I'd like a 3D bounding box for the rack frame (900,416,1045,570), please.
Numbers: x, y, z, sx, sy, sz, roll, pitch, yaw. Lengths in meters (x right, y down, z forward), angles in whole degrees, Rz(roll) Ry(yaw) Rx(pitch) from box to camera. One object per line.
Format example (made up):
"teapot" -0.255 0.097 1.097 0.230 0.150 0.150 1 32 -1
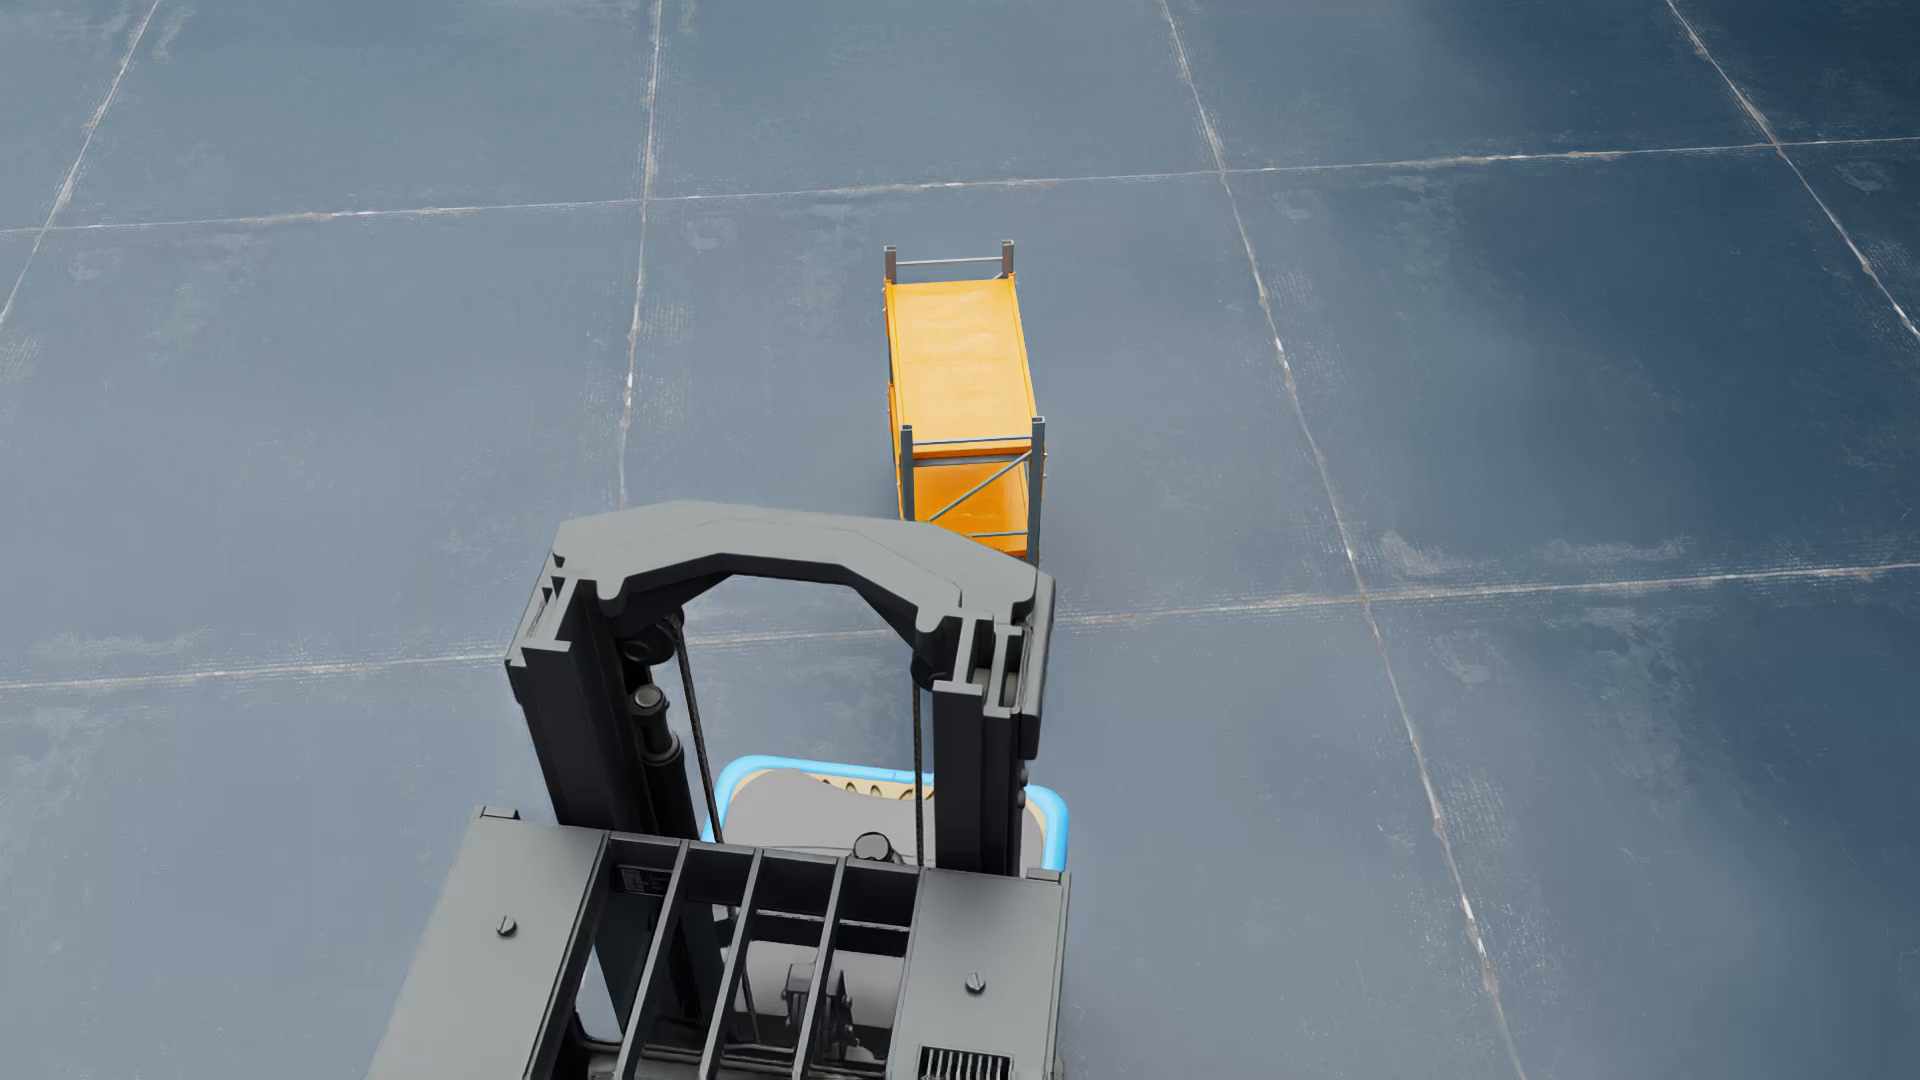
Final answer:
"rack frame" 0.043 -0.014 6.125 0.500 1.125 0.032 -3 47 -3

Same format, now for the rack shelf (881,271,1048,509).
"rack shelf" 0.001 -0.583 6.261 0.538 0.278 1.000 -3 47 -3

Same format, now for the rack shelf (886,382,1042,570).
"rack shelf" 0.001 -0.214 6.651 0.538 0.278 1.000 -3 47 -3

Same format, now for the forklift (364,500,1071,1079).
"forklift" -0.381 1.455 3.490 1.130 2.935 3.031 6 47 5

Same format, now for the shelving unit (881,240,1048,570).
"shelving unit" 0.001 -0.382 6.473 0.538 1.125 1.048 -3 47 -3

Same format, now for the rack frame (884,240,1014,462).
"rack frame" -0.042 -0.750 6.822 0.500 1.125 0.032 -3 47 -3
